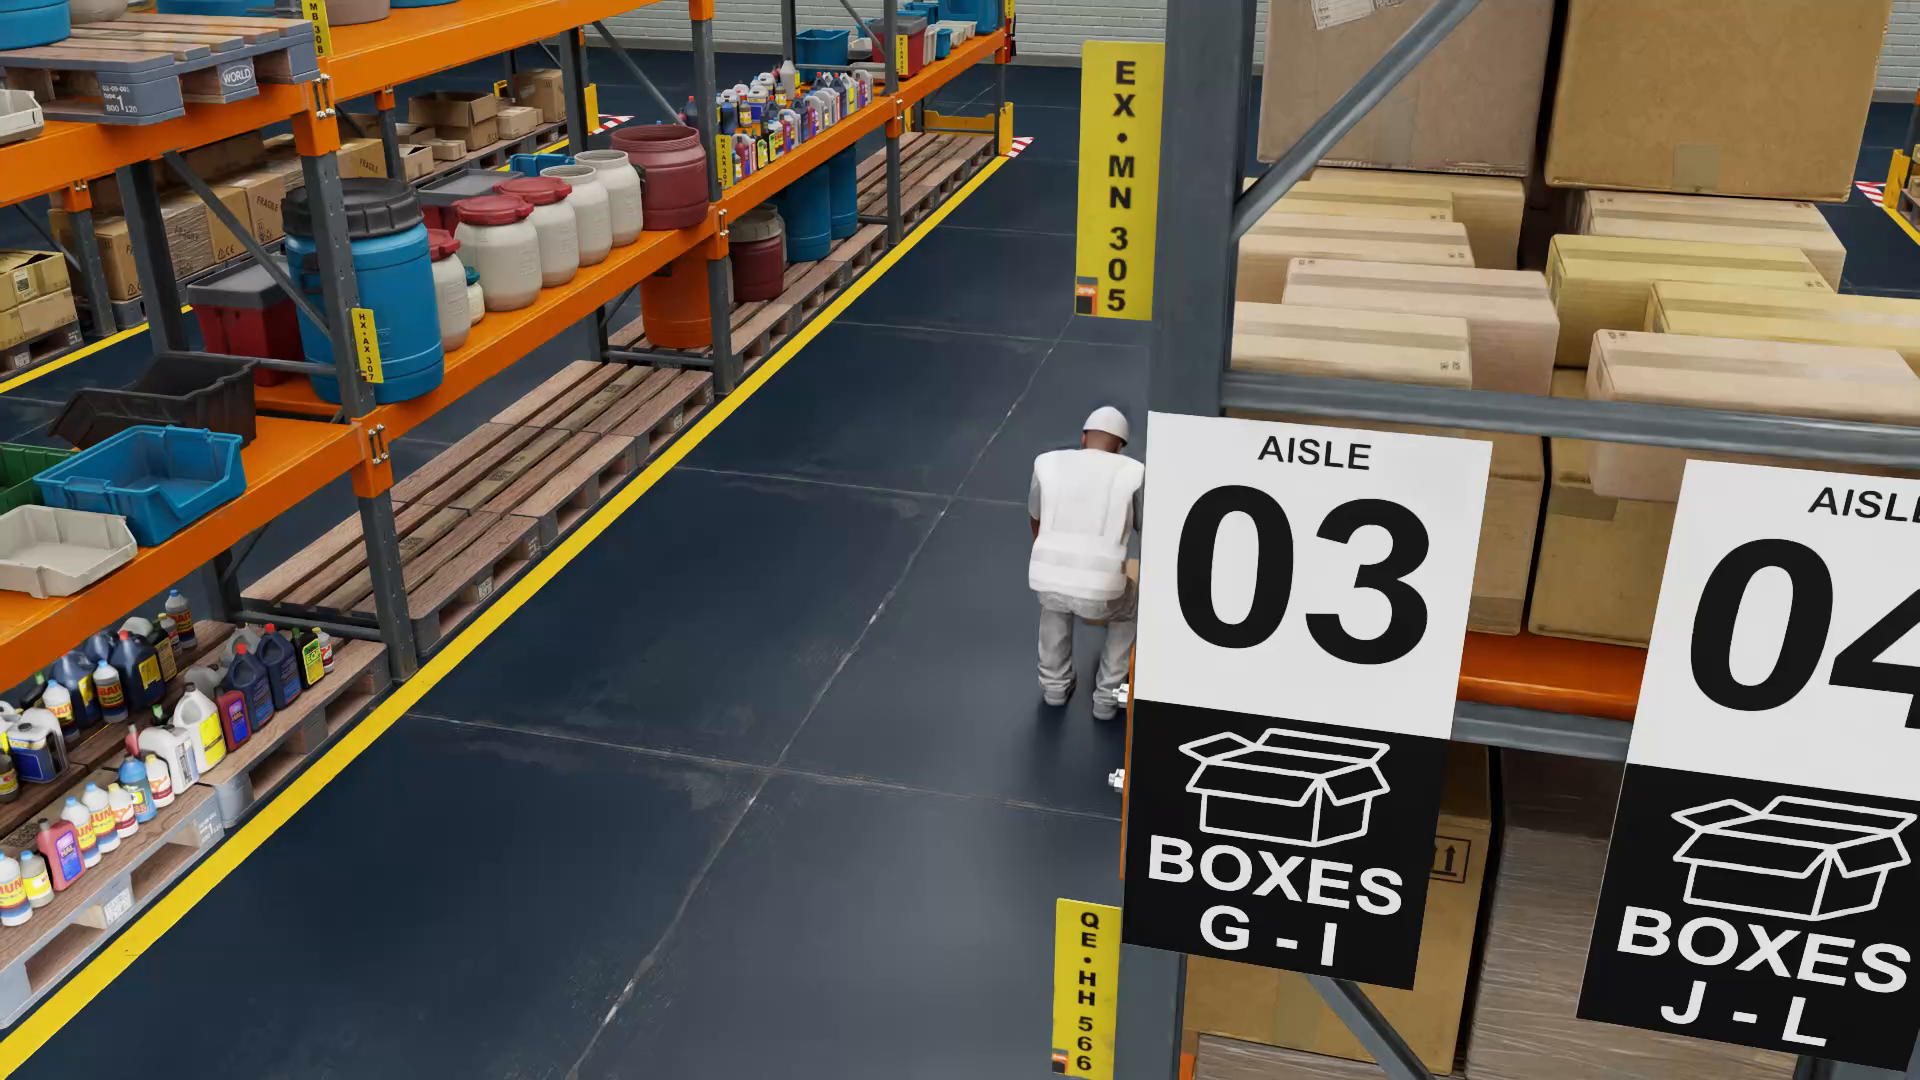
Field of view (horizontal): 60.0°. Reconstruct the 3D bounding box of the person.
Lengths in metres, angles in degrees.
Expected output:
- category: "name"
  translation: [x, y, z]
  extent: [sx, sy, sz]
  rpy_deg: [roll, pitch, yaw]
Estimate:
- category: "person"
  translation: [0.551, 0.114, 7.422]
  extent: [0.610, 1.293, 0.823]
  rpy_deg: [10, 27, 20]
